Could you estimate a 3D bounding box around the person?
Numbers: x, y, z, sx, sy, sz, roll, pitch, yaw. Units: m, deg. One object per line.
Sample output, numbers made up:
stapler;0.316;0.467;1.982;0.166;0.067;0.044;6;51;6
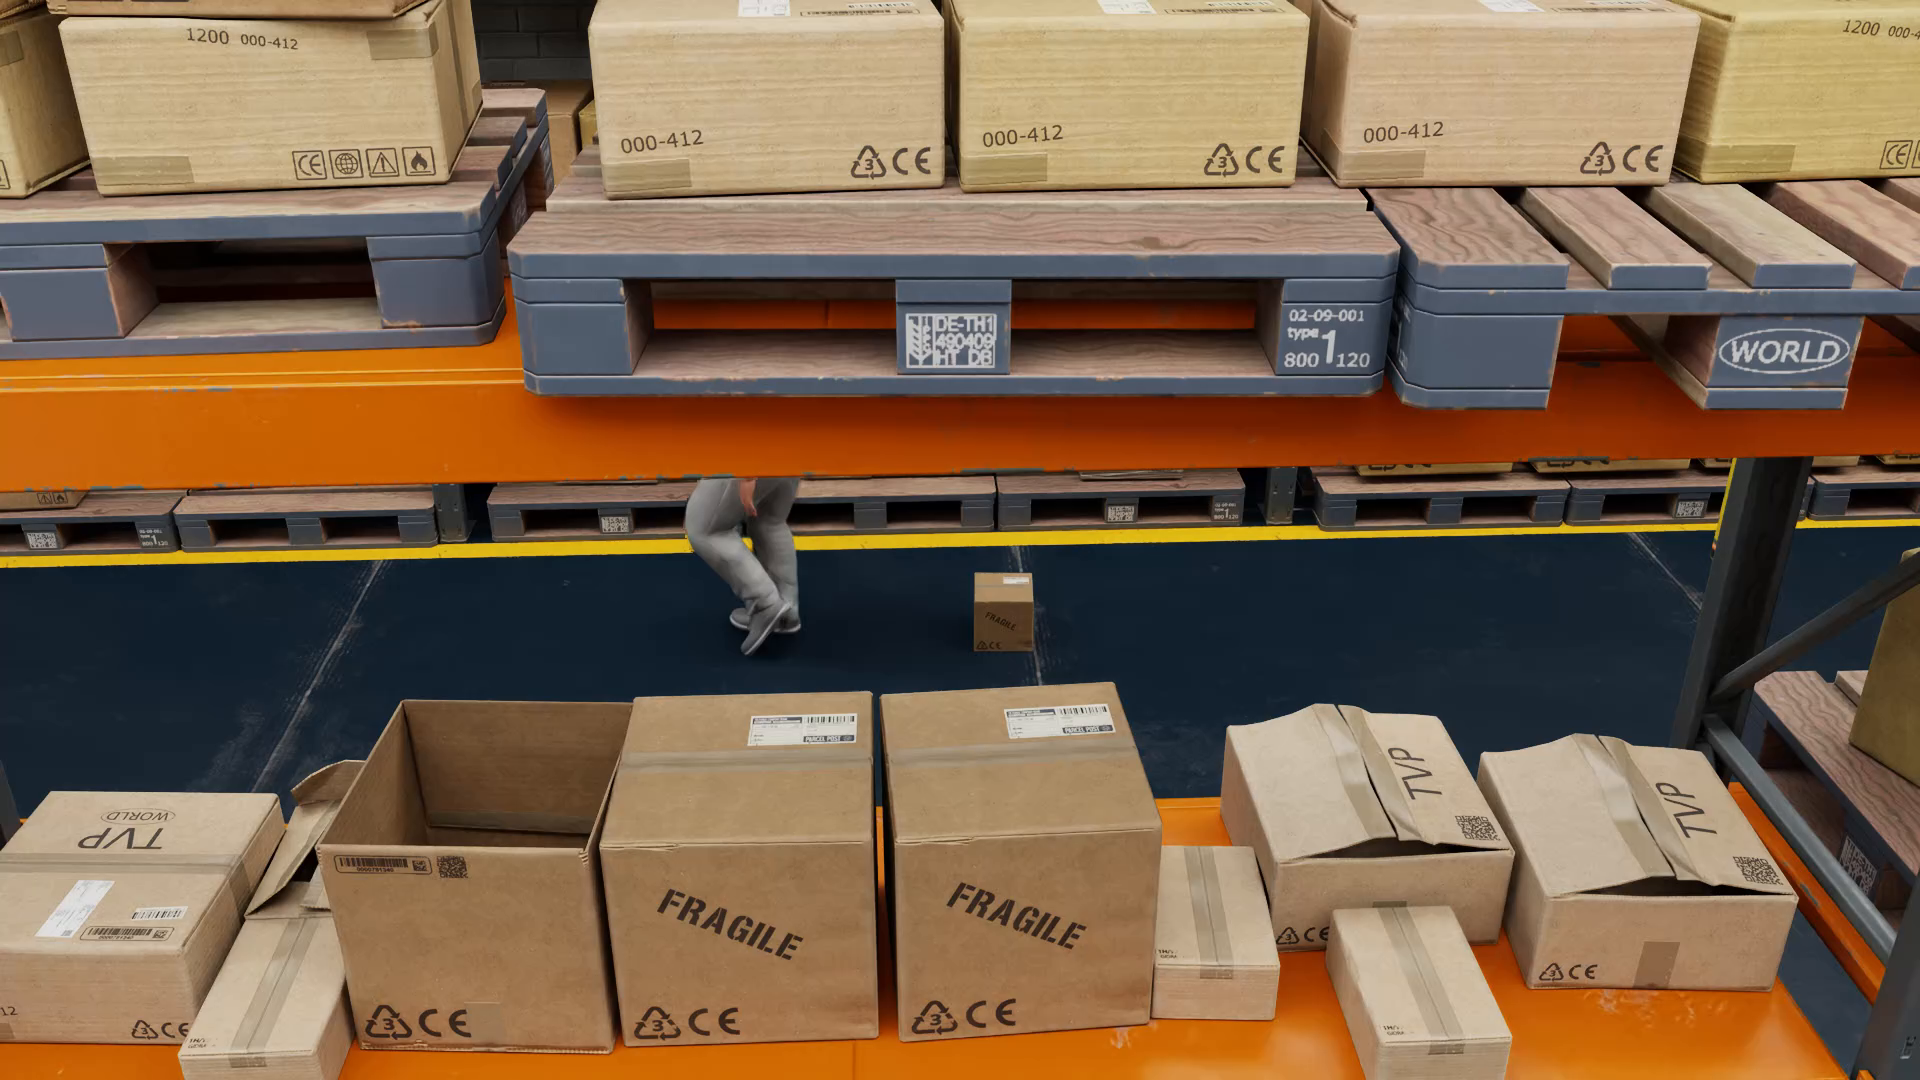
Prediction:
person;-0.855;-0.374;6.816;0.474;1.802;0.589;10;29;19
